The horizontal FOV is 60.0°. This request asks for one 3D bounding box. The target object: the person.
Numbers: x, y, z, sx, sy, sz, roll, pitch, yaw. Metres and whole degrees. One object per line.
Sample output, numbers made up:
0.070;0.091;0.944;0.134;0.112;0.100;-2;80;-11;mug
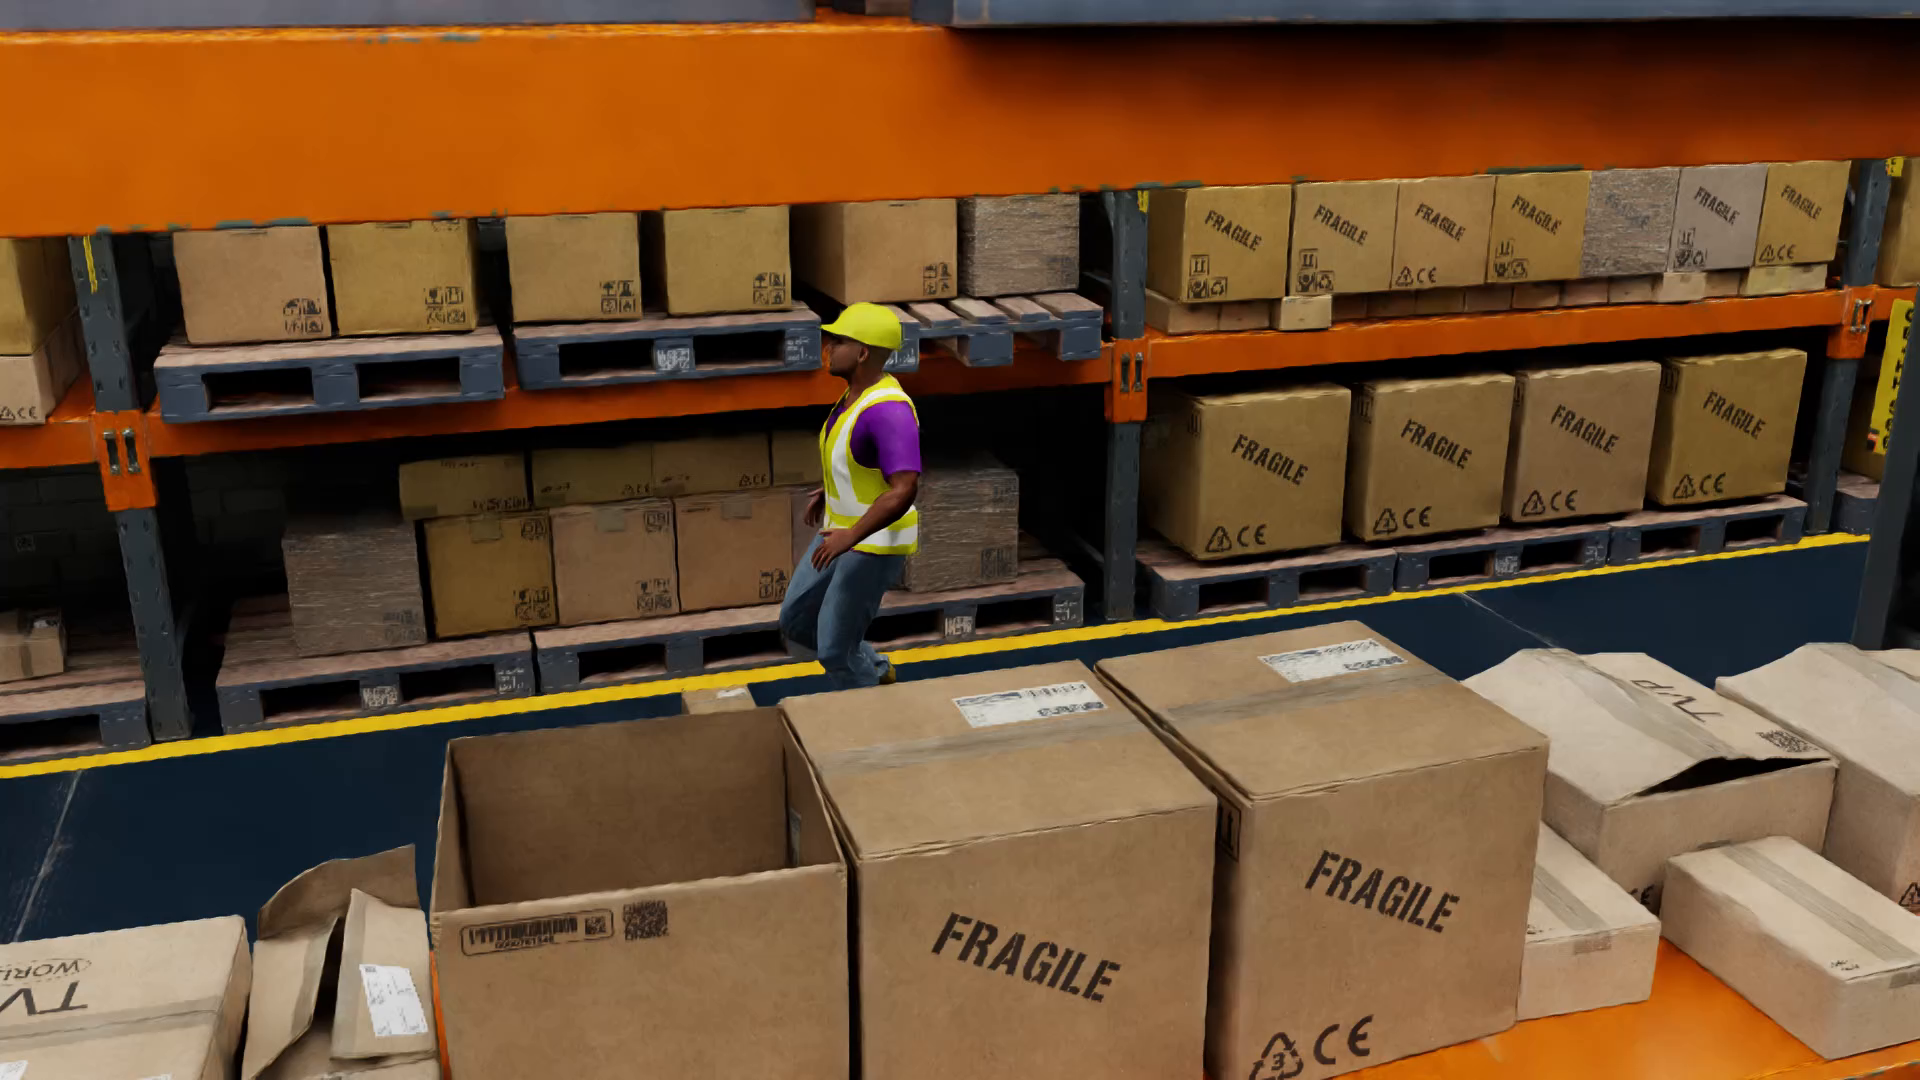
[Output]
-0.414;-0.013;6.088;0.540;1.736;0.765;-7;20;-19;person
